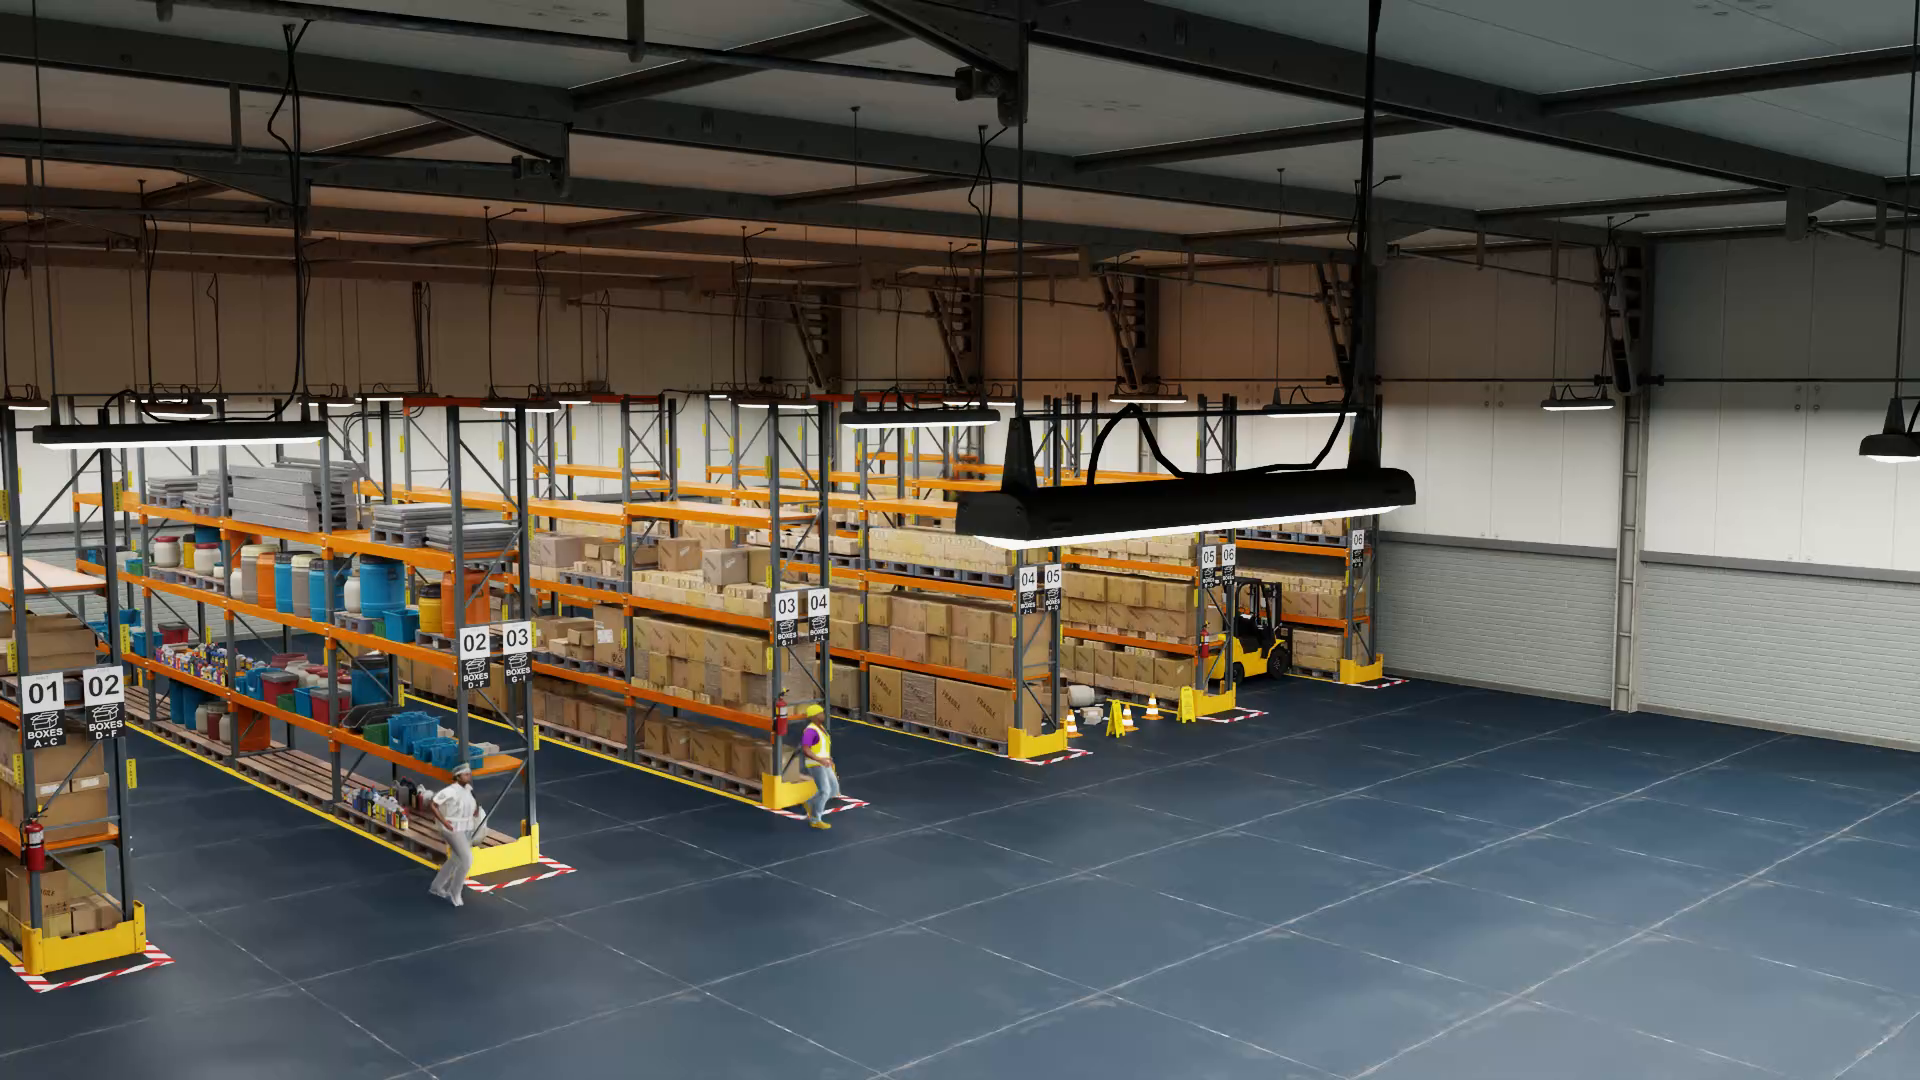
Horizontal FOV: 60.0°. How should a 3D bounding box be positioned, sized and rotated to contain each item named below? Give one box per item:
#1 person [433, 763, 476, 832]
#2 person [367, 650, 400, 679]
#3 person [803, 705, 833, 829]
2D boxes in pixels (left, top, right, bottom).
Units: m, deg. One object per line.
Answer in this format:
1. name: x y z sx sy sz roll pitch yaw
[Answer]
1. person: -6.102 3.119 20.204 0.390 0.836 0.550 2 6 18
2. person: -10.341 2.681 29.754 0.538 1.446 0.699 4 7 36
3. person: -1.999 3.199 23.602 0.484 1.730 0.734 1 6 11
